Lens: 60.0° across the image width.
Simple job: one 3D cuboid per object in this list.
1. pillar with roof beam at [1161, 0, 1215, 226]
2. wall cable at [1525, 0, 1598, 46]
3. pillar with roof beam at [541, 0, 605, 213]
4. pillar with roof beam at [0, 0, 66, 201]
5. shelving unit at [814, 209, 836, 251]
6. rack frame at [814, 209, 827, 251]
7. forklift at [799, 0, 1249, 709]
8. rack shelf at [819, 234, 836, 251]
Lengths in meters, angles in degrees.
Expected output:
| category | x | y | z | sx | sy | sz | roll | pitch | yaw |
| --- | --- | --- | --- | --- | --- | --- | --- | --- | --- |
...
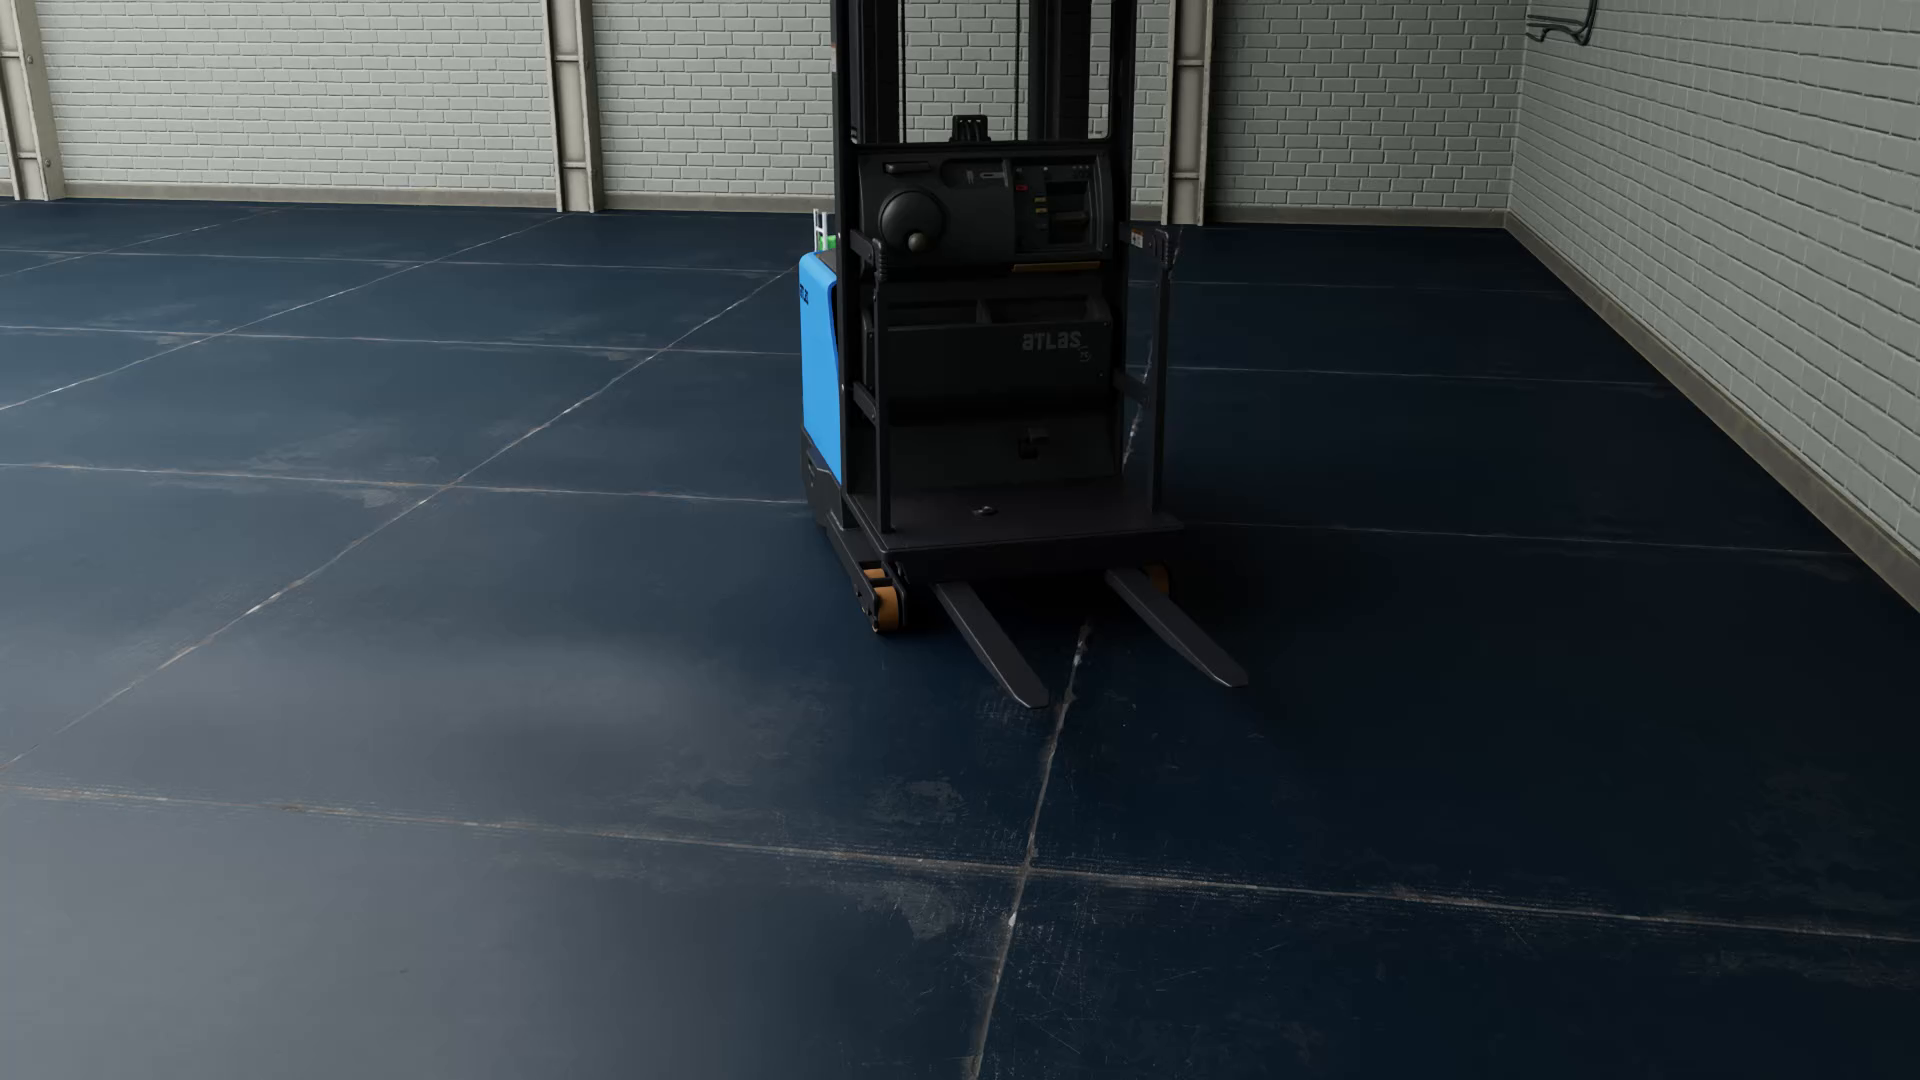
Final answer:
| category | x | y | z | sx | sy | sz | roll | pitch | yaw |
| --- | --- | --- | --- | --- | --- | --- | --- | --- | --- |
| pillar with roof beam | 1.436 | -5.932 | 10.350 | 0.400 | 9.000 | 9.100 | 3 | 19 | 9 |
| wall cable | 4.818 | -5.245 | 13.192 | 0.112 | 2.526 | 3.097 | 3 | 19 | 9 |
| pillar with roof beam | -4.488 | -6.234 | 11.252 | 0.400 | 9.000 | 9.100 | 3 | 19 | 9 |
| pillar with roof beam | -10.412 | -6.536 | 12.155 | 0.400 | 9.000 | 9.100 | 3 | 19 | 9 |
| shelving unit | -0.374 | -0.895 | 7.565 | 0.503 | 1.200 | 0.258 | -5 | 16 | -14 |
| rack frame | -0.610 | -0.876 | 7.507 | 0.015 | 1.200 | 0.240 | -5 | 16 | -14 |
| forklift | 0.152 | -1.198 | 5.763 | 1.130 | 2.935 | 3.031 | -5 | 19 | -13 |
| rack shelf | -0.379 | -1.296 | 7.454 | 0.480 | 0.148 | 0.258 | -5 | 16 | -14 |
